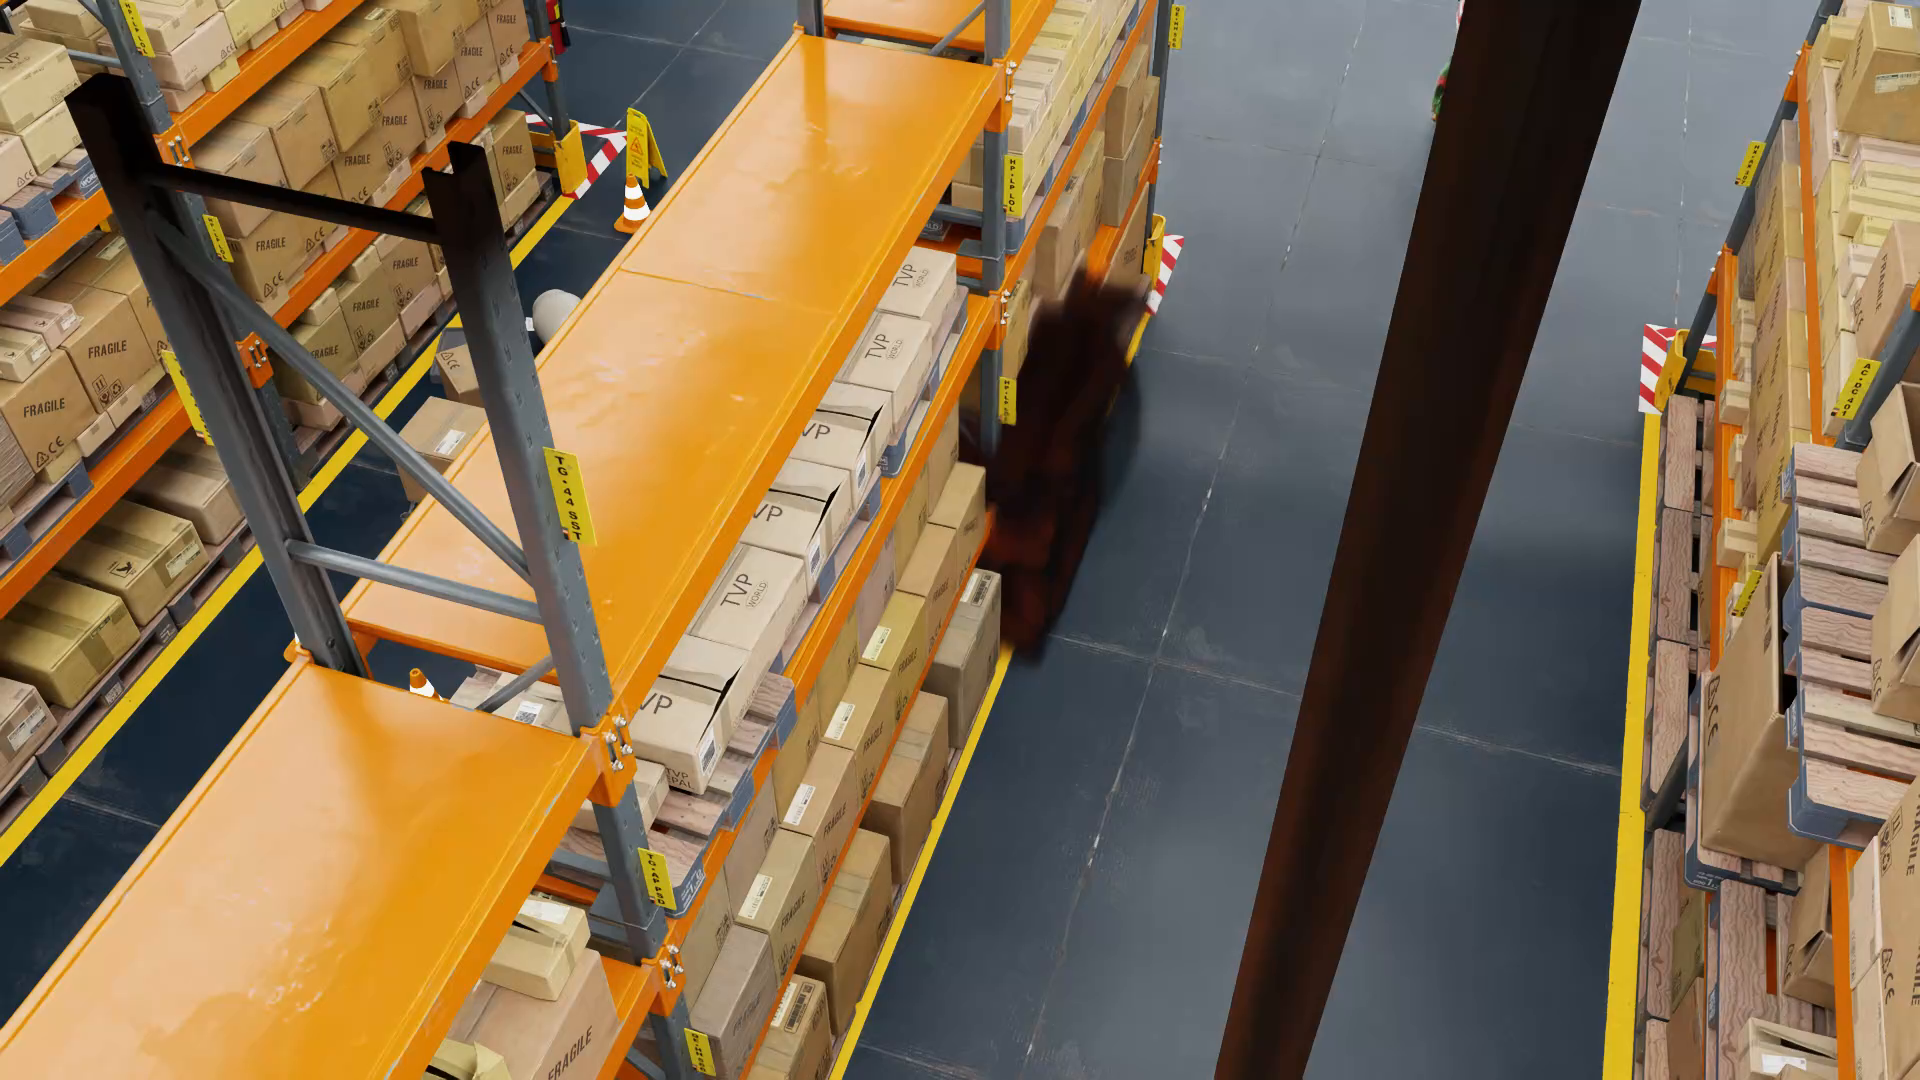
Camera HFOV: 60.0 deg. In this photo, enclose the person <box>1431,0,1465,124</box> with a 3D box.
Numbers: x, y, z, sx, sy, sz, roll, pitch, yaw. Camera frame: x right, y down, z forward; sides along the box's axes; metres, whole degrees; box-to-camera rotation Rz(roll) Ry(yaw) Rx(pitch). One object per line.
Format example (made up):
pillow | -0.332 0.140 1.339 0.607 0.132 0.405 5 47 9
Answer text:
person | 4.355 -4.358 14.150 0.357 1.825 0.674 7 46 6
